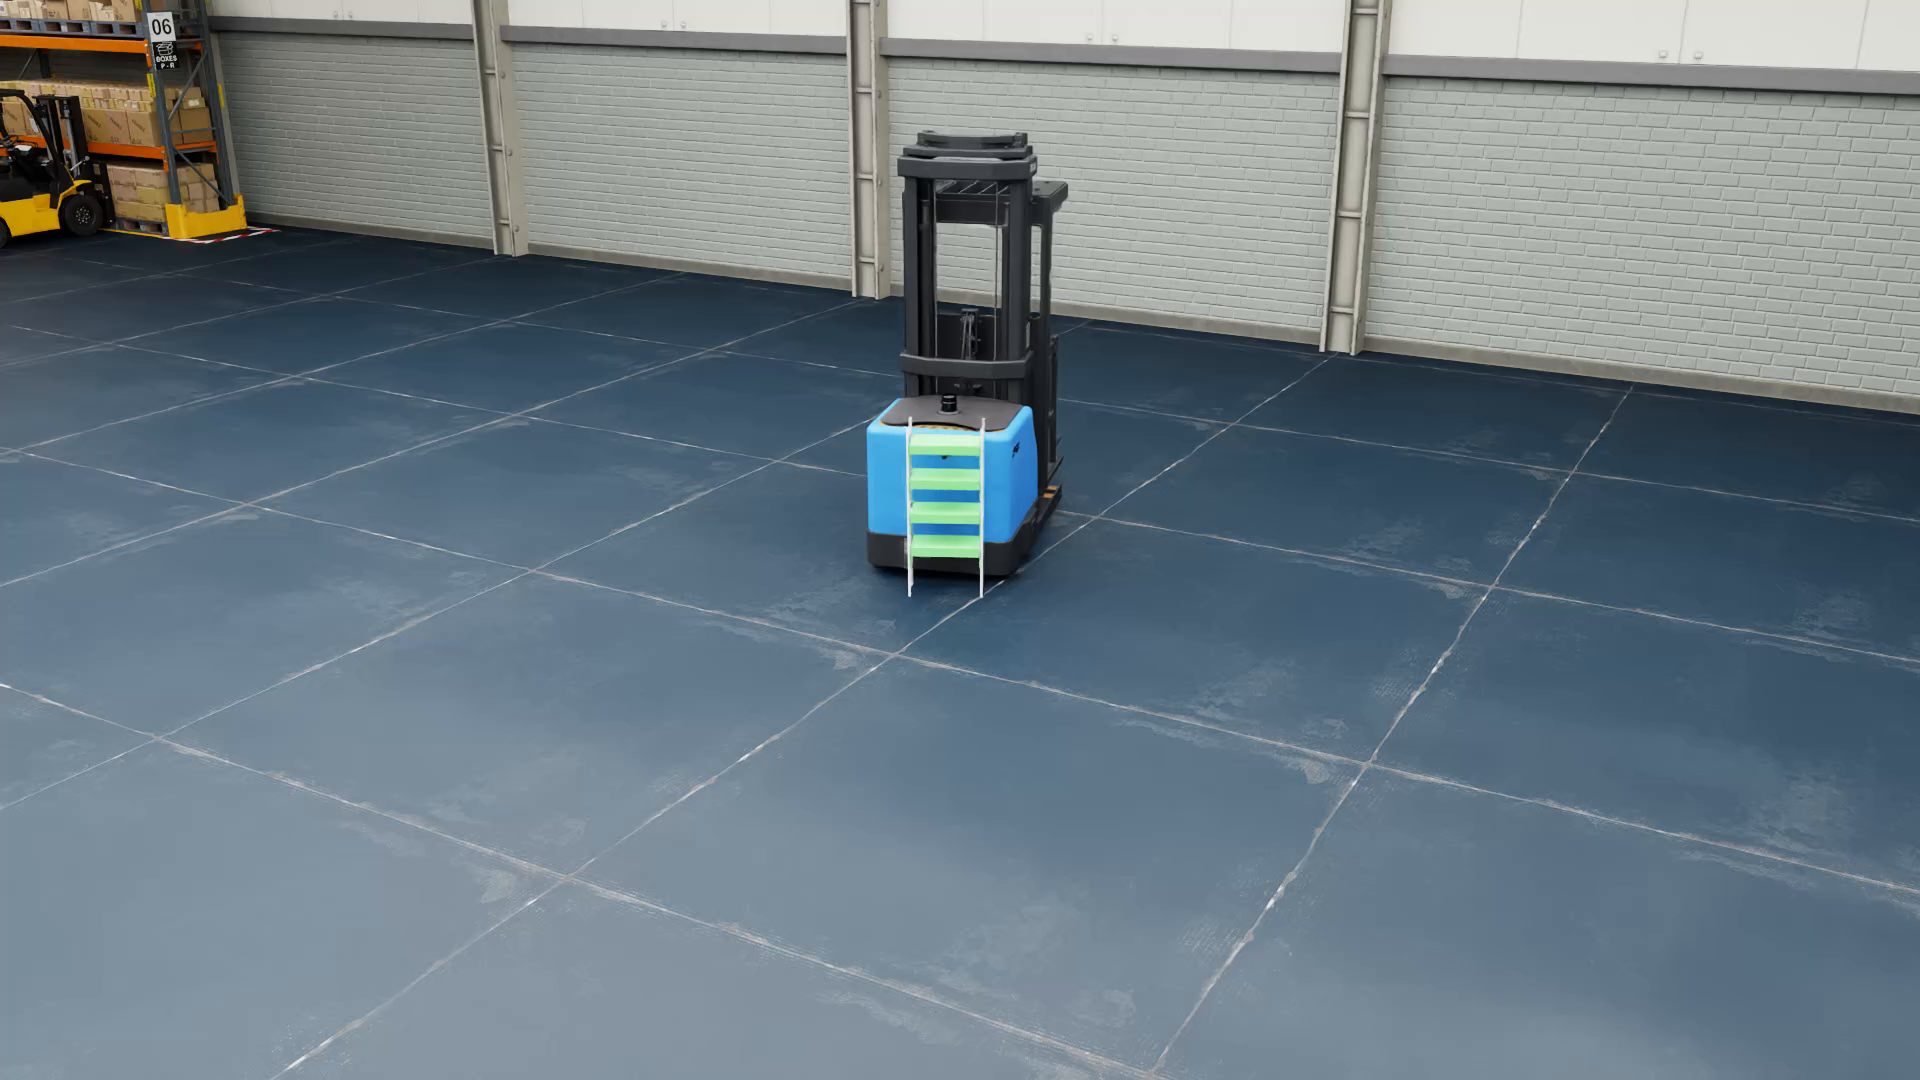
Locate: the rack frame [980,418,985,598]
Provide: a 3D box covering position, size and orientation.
[{"bbox_3d":[0.150,-0.207,11.169,0.015,1.200,0.240,1,21,3],"label":"rack frame"}]

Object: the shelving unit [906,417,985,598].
[{"bbox_3d":[-0.094,-0.212,11.183,0.503,1.200,0.258,1,21,3],"label":"shelving unit"}]

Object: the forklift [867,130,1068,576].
[{"bbox_3d":[0.183,-1.600,12.478,1.130,2.935,3.031,5,20,13],"label":"forklift"}]

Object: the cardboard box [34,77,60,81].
[{"bbox_3d":[-14.476,-7.271,26.478,0.250,0.149,0.380,11,23,27],"label":"cardboard box"}]

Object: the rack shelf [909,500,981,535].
[{"bbox_3d":[-0.094,-0.152,11.205,0.480,0.148,0.258,1,21,3],"label":"rack shelf"}]

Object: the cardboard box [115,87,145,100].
[{"bbox_3d":[-12.297,-6.633,24.719,0.250,0.149,0.380,11,23,28],"label":"cardboard box"}]

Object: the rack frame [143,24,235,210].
[{"bbox_3d":[-11.410,-6.078,24.721,0.127,3.000,1.000,11,23,27],"label":"rack frame"}]

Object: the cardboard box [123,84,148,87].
[{"bbox_3d":[-12.499,-6.864,25.355,0.250,0.149,0.380,12,23,29],"label":"cardboard box"}]

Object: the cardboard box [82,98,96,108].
[{"bbox_3d":[-12.981,-6.610,25.090,0.250,0.149,0.380,11,23,28],"label":"cardboard box"}]

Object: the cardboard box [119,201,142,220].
[{"bbox_3d":[-12.403,-5.052,25.310,0.500,0.250,0.500,11,23,27],"label":"cardboard box"}]

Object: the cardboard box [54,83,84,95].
[{"bbox_3d":[-13.605,-6.903,25.461,0.250,0.149,0.380,11,23,27],"label":"cardboard box"}]

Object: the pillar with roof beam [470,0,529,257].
[{"bbox_3d":[-8.439,-7.002,18.473,0.400,9.000,9.100,11,23,27],"label":"pillar with roof beam"}]

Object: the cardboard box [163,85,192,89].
[{"bbox_3d":[-11.800,-6.752,25.045,0.250,0.149,0.380,12,23,29],"label":"cardboard box"}]

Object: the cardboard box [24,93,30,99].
[{"bbox_3d":[-14.284,-6.886,25.851,0.250,0.149,0.380,11,23,27],"label":"cardboard box"}]

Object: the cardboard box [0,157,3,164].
[{"bbox_3d":[-15.363,-5.907,27.118,0.625,0.625,0.875,12,23,30],"label":"cardboard box"}]

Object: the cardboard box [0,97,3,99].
[{"bbox_3d":[-15.308,-7.085,26.401,0.250,0.149,0.380,12,23,29],"label":"cardboard box"}]

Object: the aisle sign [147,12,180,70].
[{"bbox_3d":[-11.496,-7.201,24.006,0.004,0.787,0.394,11,23,27],"label":"aisle sign"}]

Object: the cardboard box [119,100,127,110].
[{"bbox_3d":[-12.283,-6.499,24.784,0.250,0.149,0.380,11,23,28],"label":"cardboard box"}]

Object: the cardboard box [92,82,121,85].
[{"bbox_3d":[-13.168,-6.997,25.723,0.250,0.149,0.380,12,23,29],"label":"cardboard box"}]

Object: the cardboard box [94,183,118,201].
[{"bbox_3d":[-12.881,-5.372,25.458,0.500,0.250,0.500,10,22,26],"label":"cardboard box"}]

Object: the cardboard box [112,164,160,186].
[{"bbox_3d":[-12.412,-5.519,25.132,0.500,0.250,0.500,11,23,28],"label":"cardboard box"}]

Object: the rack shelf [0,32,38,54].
[{"bbox_3d":[-16.648,-8.147,27.083,4.000,0.370,1.077,11,23,27],"label":"rack shelf"}]

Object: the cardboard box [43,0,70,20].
[{"bbox_3d":[-13.252,-8.090,24.957,0.637,0.503,0.797,12,23,29],"label":"cardboard box"}]

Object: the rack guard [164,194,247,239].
[{"bbox_3d":[-11.389,-4.899,25.136,0.348,0.500,1.175,11,23,27],"label":"rack guard"}]

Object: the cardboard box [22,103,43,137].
[{"bbox_3d":[-14.179,-6.557,25.895,0.500,0.500,0.500,11,23,28],"label":"cardboard box"}]

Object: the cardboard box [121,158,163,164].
[{"bbox_3d":[-12.606,-5.757,25.788,0.500,0.250,0.500,11,22,27],"label":"cardboard box"}]

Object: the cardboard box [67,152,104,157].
[{"bbox_3d":[-13.928,-6.014,26.495,0.500,0.250,0.500,10,22,27],"label":"cardboard box"}]

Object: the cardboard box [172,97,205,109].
[{"bbox_3d":[-11.579,-6.563,24.962,0.250,0.149,0.380,10,22,26],"label":"cardboard box"}]

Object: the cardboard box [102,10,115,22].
[{"bbox_3d":[-12.281,-7.661,24.294,0.250,0.149,0.380,10,22,26],"label":"cardboard box"}]

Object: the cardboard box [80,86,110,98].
[{"bbox_3d":[-12.988,-6.749,25.037,0.250,0.149,0.380,11,23,28],"label":"cardboard box"}]

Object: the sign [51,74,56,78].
[{"bbox_3d":[-14.632,-7.352,26.850,0.005,0.325,0.100,11,23,27],"label":"sign"}]

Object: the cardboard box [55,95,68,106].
[{"bbox_3d":[-13.648,-6.742,25.455,0.250,0.149,0.380,10,22,26],"label":"cardboard box"}]

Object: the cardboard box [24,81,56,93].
[{"bbox_3d":[-14.269,-7.037,25.831,0.250,0.149,0.380,10,22,26],"label":"cardboard box"}]

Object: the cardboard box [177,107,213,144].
[{"bbox_3d":[-11.707,-6.290,25.159,0.500,0.500,0.500,12,23,29],"label":"cardboard box"}]

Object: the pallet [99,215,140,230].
[{"bbox_3d":[-13.159,-5.085,26.073,1.213,0.211,1.003,11,23,27],"label":"pallet"}]

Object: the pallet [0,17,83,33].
[{"bbox_3d":[-14.144,-7.977,25.689,1.213,0.211,1.003,11,23,27],"label":"pallet"}]

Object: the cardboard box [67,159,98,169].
[{"bbox_3d":[-13.751,-5.776,25.841,0.500,0.250,0.500,12,23,29],"label":"cardboard box"}]

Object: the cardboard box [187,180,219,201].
[{"bbox_3d":[-11.719,-5.357,25.419,0.500,0.250,0.500,11,23,28],"label":"cardboard box"}]

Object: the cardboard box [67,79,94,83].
[{"bbox_3d":[-13.790,-7.154,26.155,0.250,0.149,0.380,10,22,26],"label":"cardboard box"}]

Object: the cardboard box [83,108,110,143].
[{"bbox_3d":[-12.863,-6.302,25.194,0.500,0.500,0.500,10,22,26],"label":"cardboard box"}]

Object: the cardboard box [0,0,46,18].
[{"bbox_3d":[-14.294,-8.145,25.388,0.500,0.311,0.500,11,23,28],"label":"cardboard box"}]
